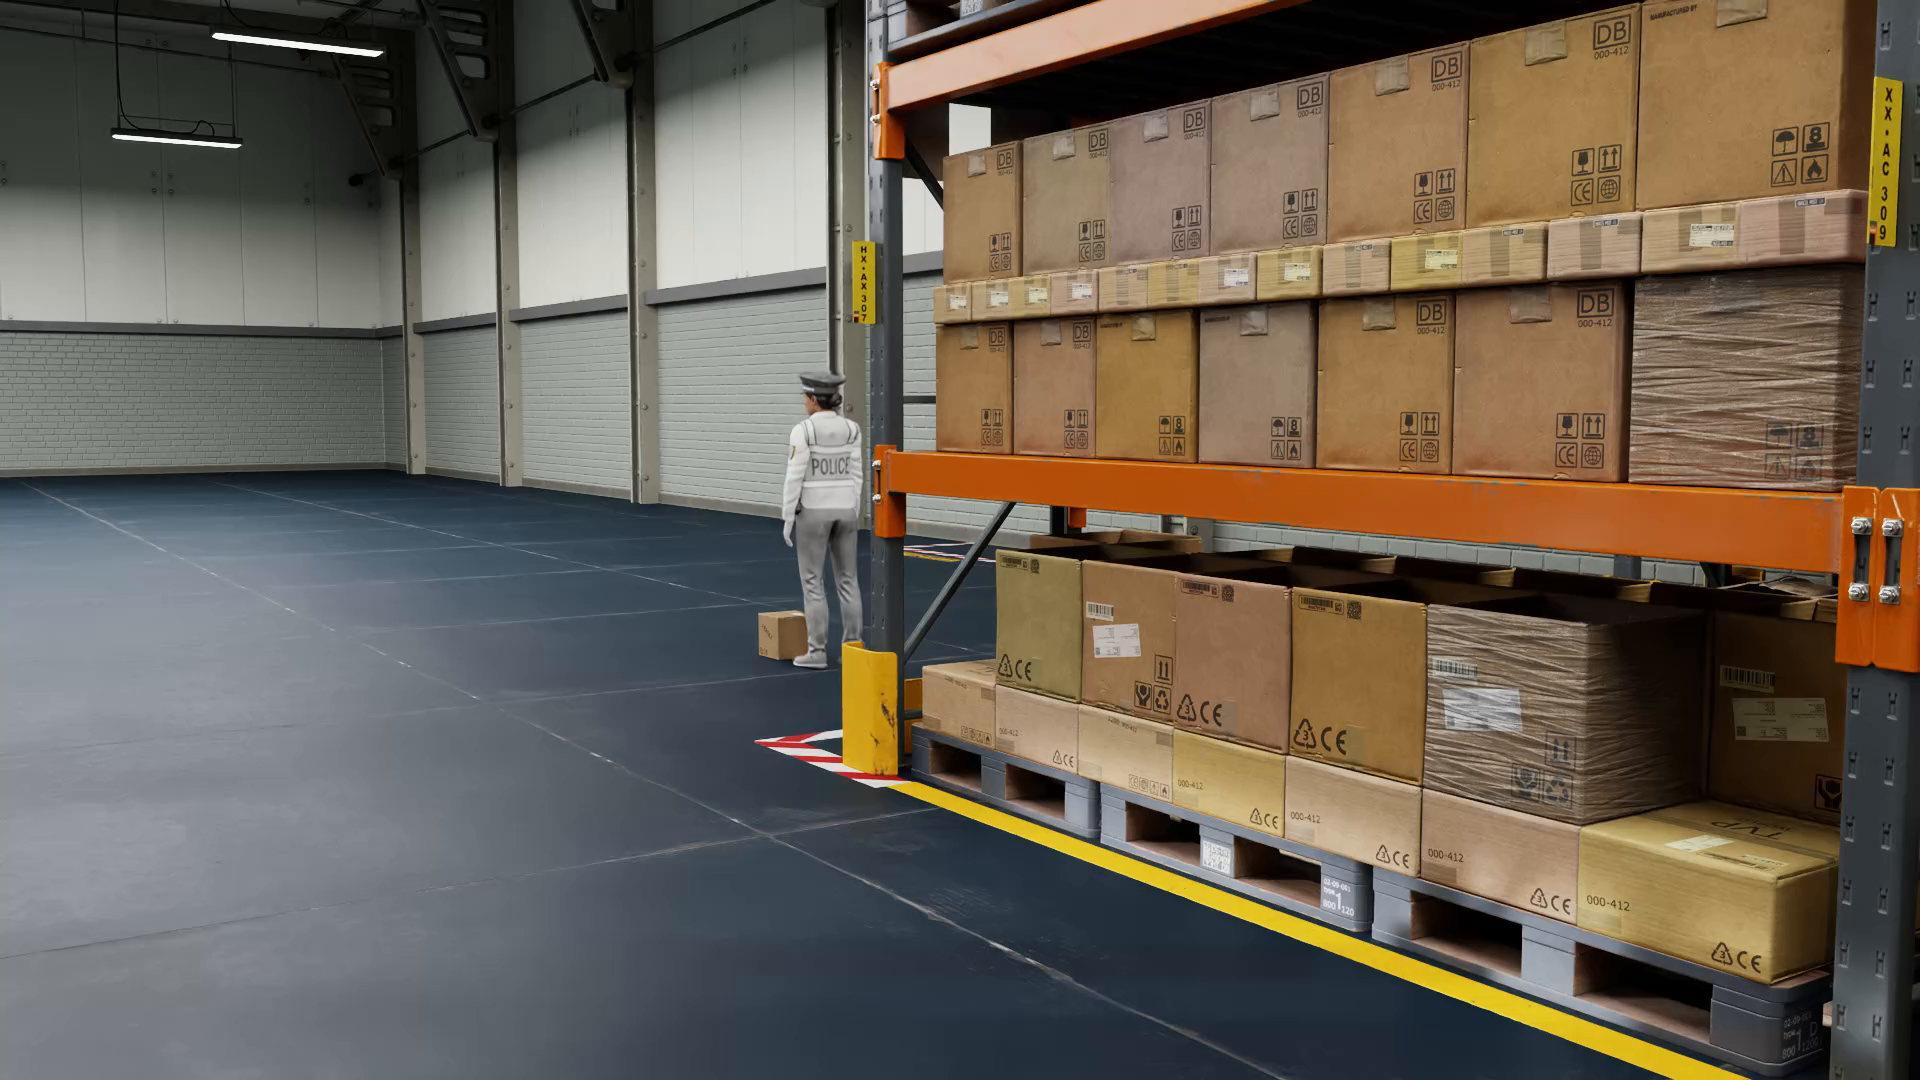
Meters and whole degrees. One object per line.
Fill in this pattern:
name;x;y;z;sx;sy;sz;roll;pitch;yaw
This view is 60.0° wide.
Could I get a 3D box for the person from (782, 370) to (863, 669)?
person;-0.775;-0.106;9.369;0.494;1.692;0.329;-3;6;-33
